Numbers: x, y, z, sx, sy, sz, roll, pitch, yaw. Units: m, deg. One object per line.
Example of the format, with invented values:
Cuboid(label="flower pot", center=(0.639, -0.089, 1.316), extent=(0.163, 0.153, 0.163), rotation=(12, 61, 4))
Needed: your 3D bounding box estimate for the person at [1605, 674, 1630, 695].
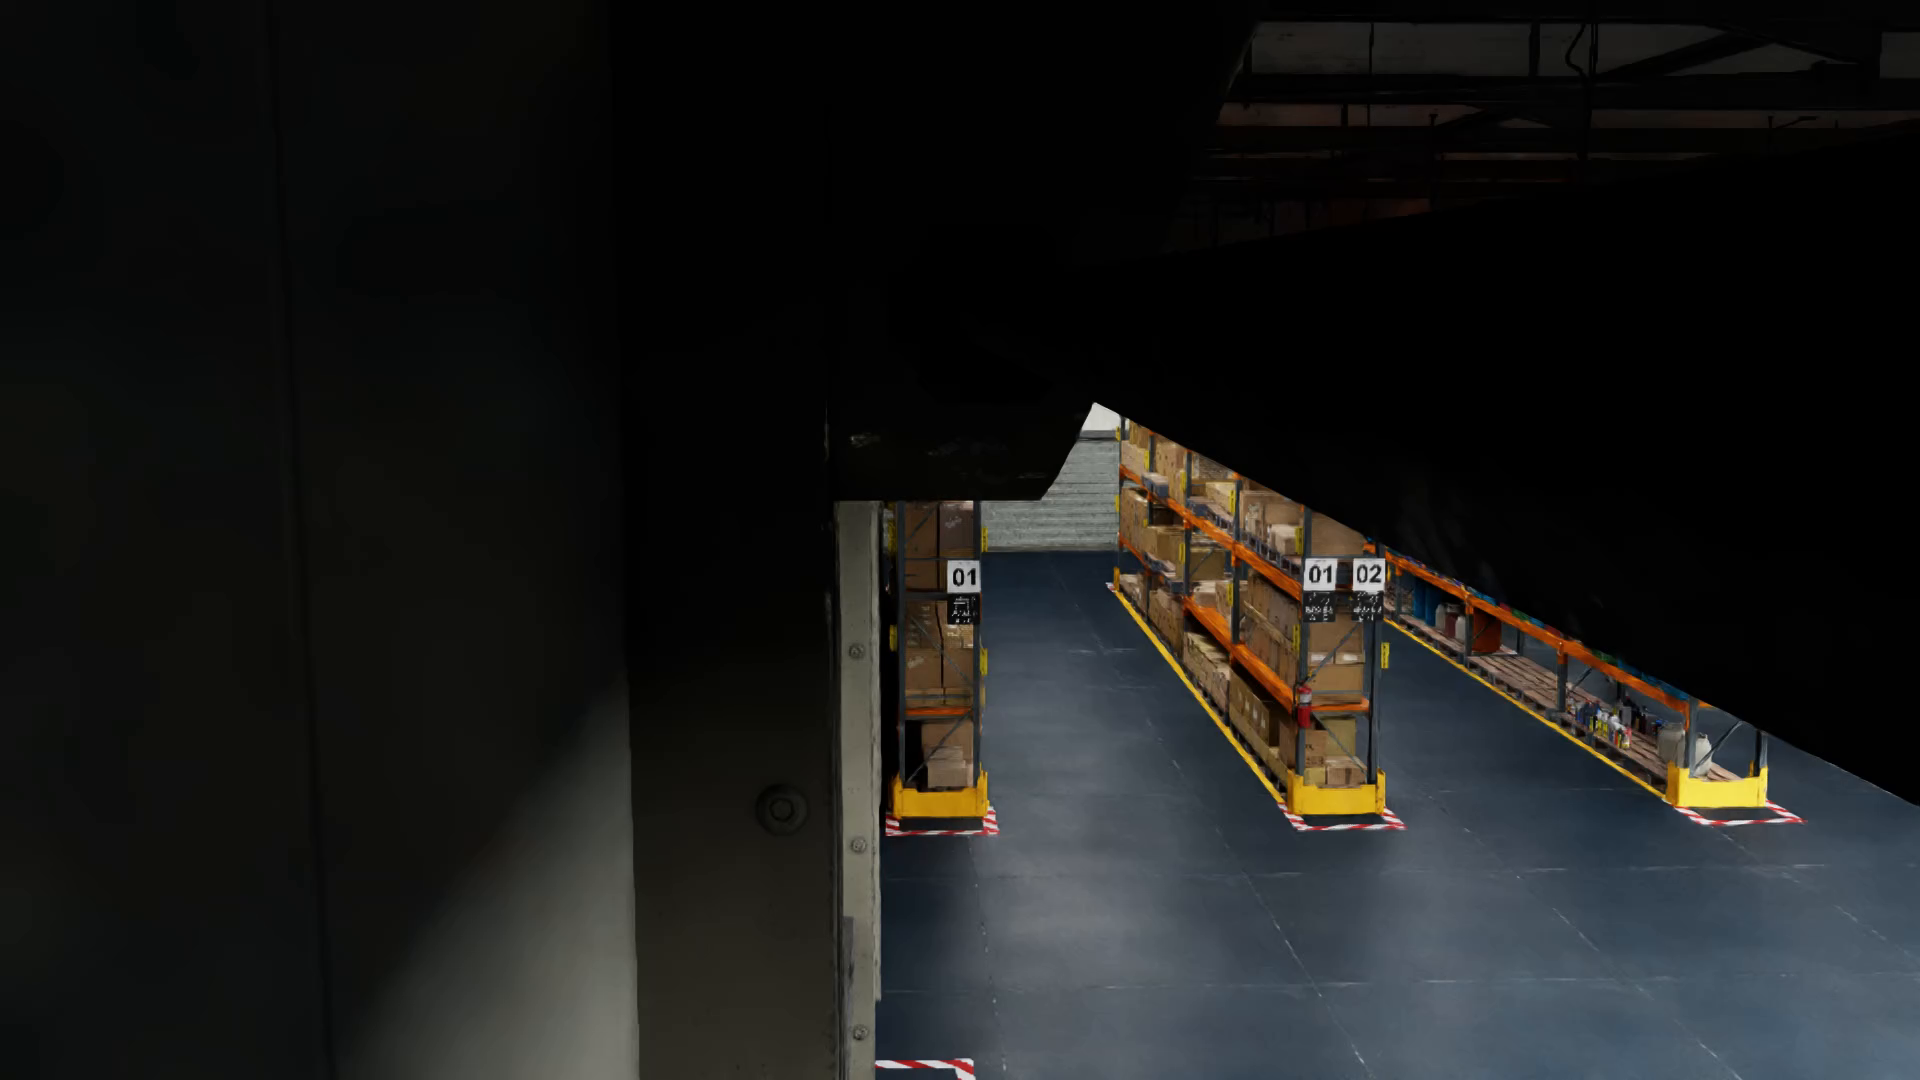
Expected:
Cuboid(label="person", center=(10.732, 1.649, 26.961), extent=(0.500, 1.625, 0.997), rotation=(-1, 8, -4))
